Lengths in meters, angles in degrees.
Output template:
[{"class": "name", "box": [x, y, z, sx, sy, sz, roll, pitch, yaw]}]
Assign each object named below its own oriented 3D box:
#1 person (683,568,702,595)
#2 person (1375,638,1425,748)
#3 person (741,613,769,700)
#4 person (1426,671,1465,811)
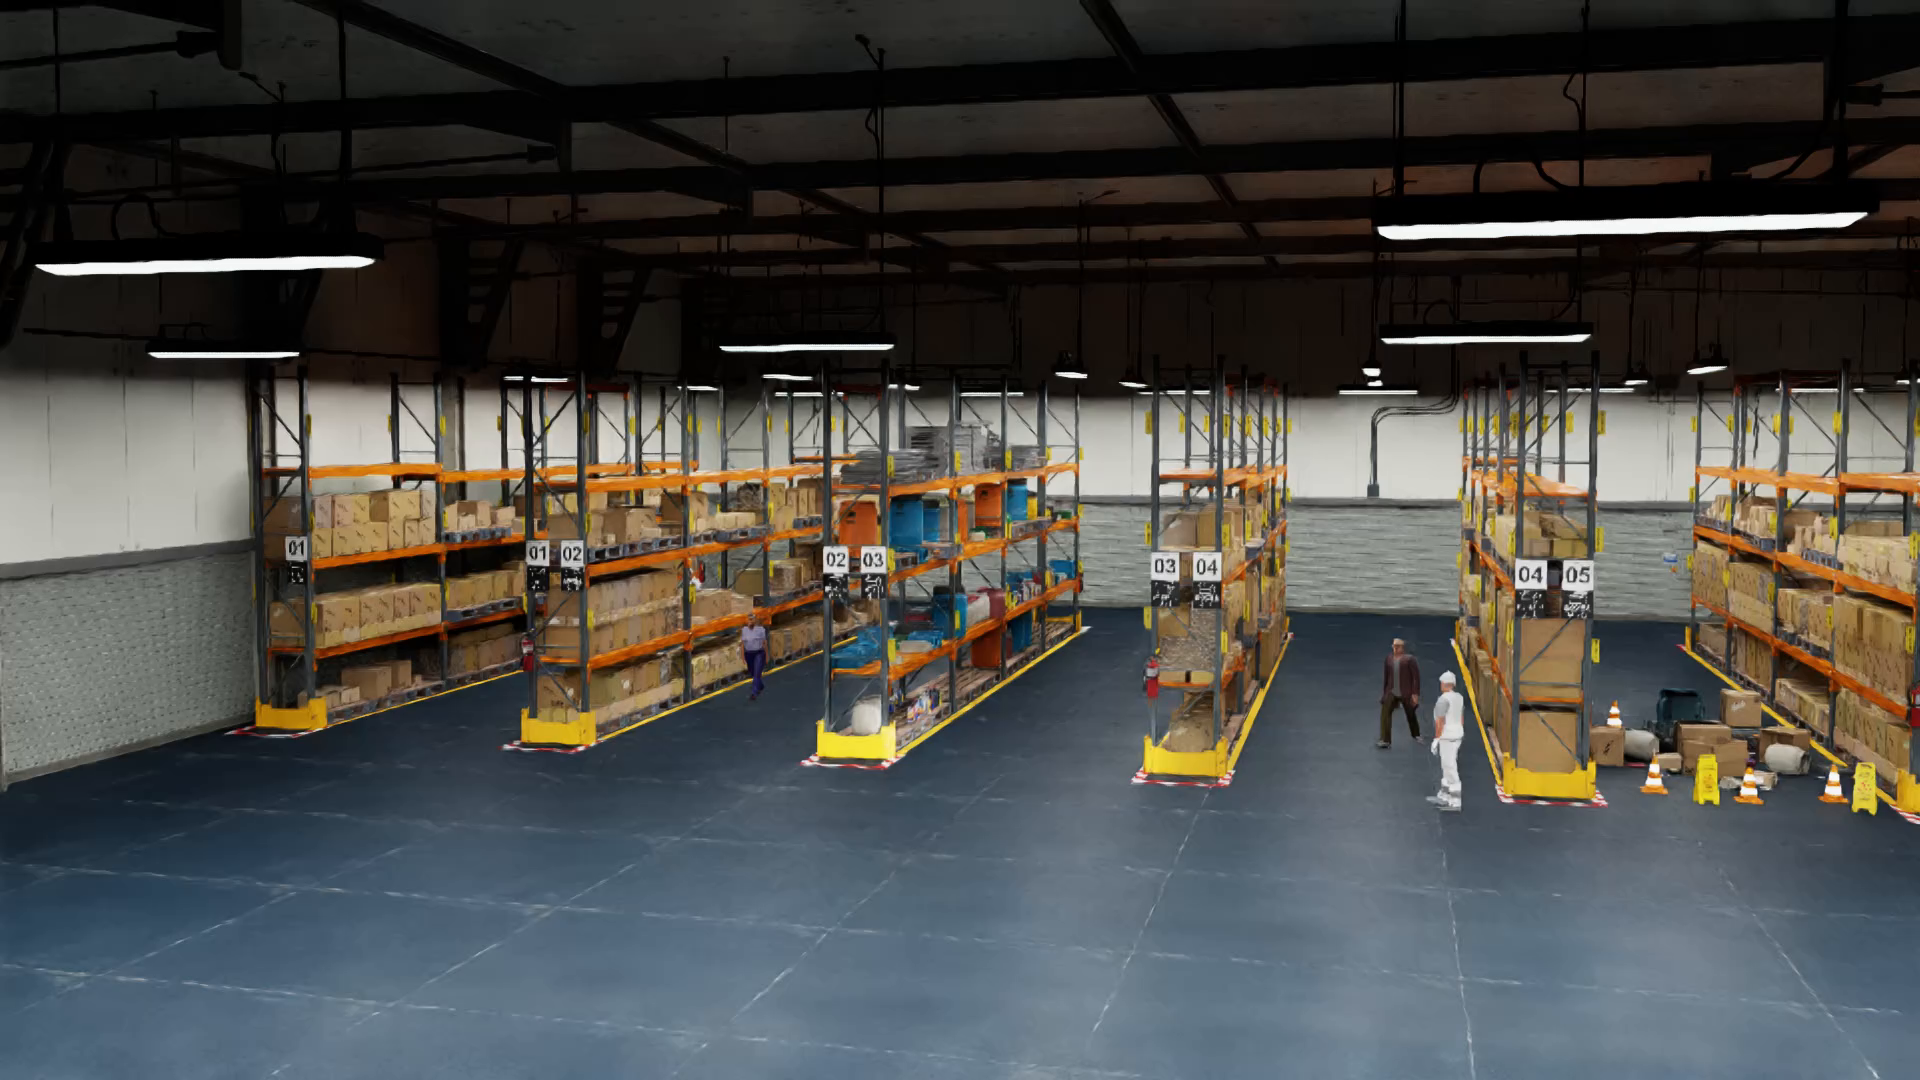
[{"class": "person", "box": [-6.365, 1.462, 39.643, 0.493, 1.606, 1.001, 1, 4, 13]}, {"class": "person", "box": [6.858, 2.362, 25.854, 0.634, 1.722, 1.045, 3, 5, 34]}, {"class": "person", "box": [-3.789, 2.105, 30.473, 0.479, 1.567, 1.090, 1, 4, 17]}, {"class": "person", "box": [6.346, 2.596, 21.731, 0.588, 1.784, 0.666, 3, 5, 39]}]
